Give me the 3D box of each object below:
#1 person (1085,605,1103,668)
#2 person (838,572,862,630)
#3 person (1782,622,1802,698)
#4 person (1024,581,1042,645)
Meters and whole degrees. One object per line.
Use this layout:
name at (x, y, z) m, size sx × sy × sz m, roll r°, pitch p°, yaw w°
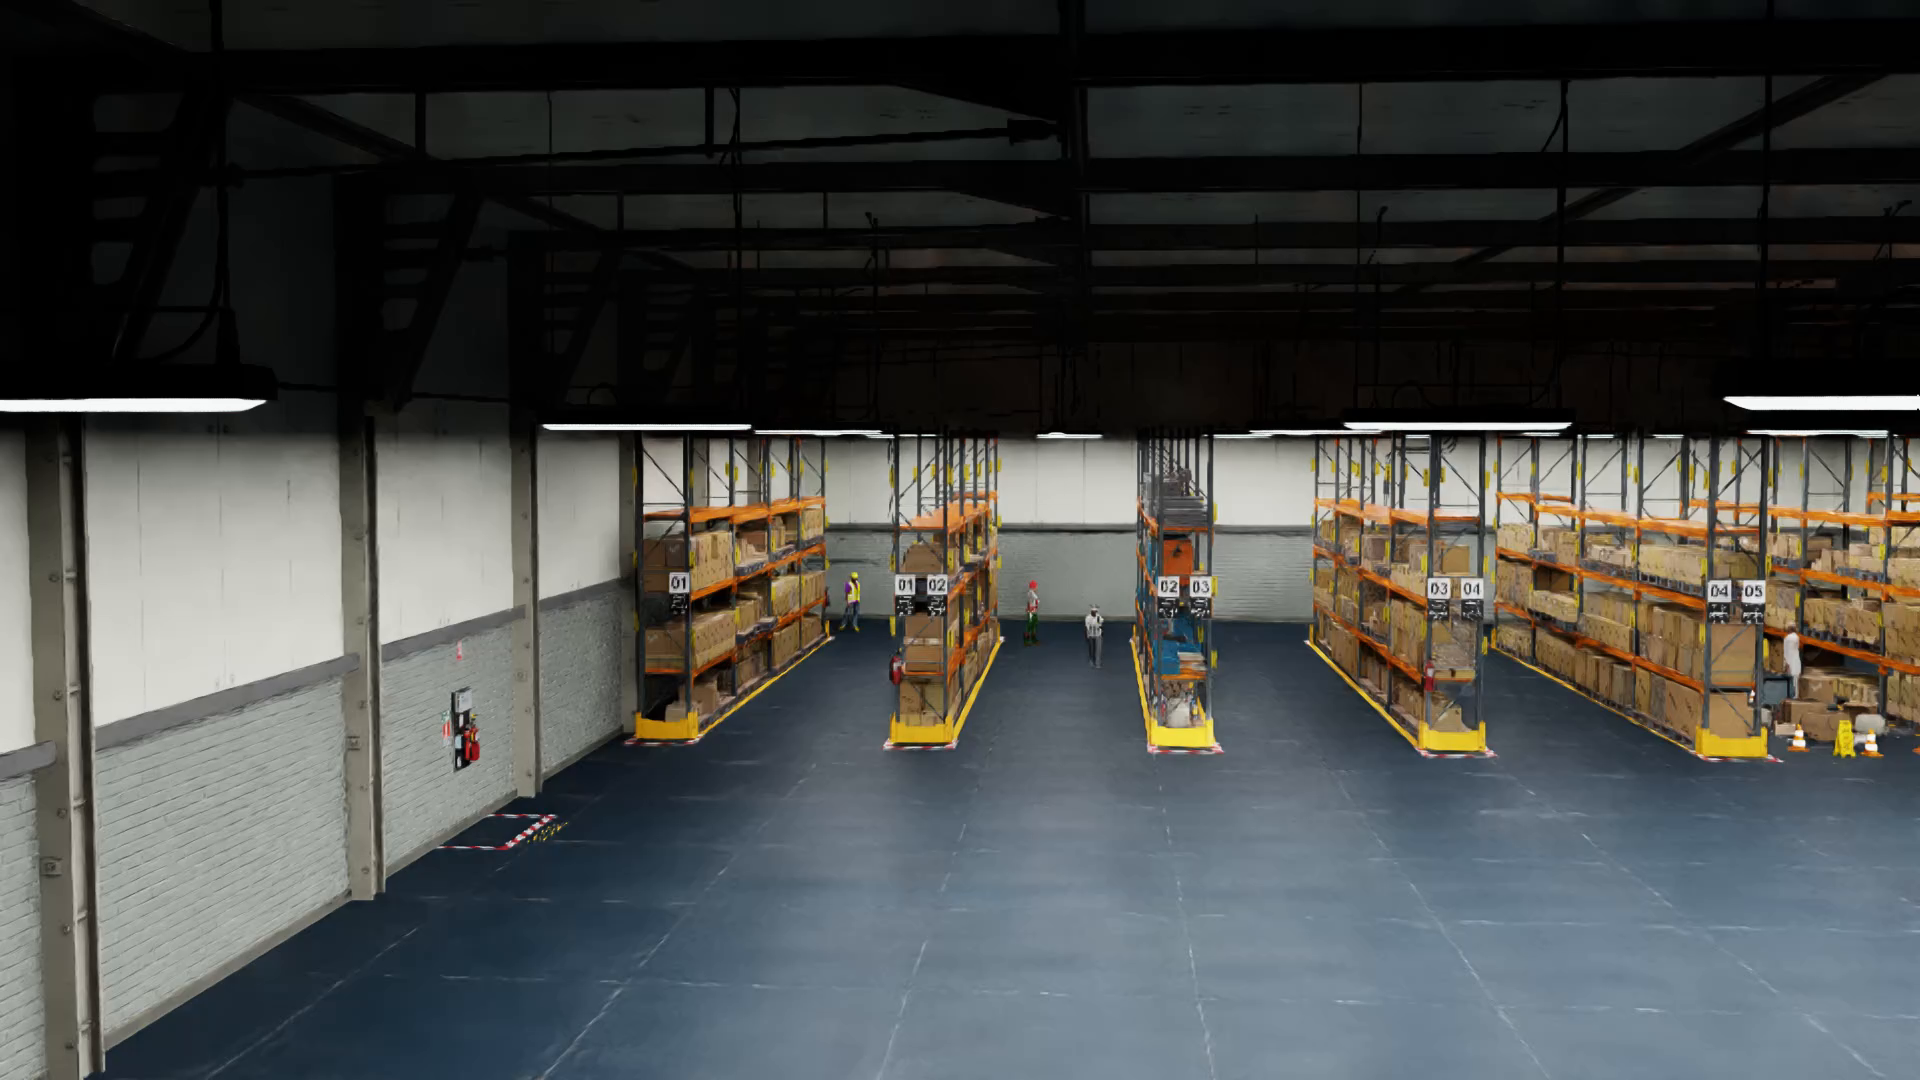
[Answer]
person at (3.376, 2.398, 41.821) m, size 0.456 × 1.589 × 1.088 m, roll 0°, pitch 3°, yaw 7°
person at (-3.323, 1.840, 50.059) m, size 0.727 × 1.765 × 0.480 m, roll -3°, pitch 5°, yaw -42°
person at (17.918, 2.657, 35.933) m, size 0.629 × 1.773 × 0.677 m, roll 2°, pitch 4°, yaw 28°
person at (2.032, 2.036, 46.344) m, size 0.484 × 1.789 × 0.637 m, roll 1°, pitch 4°, yaw 12°
